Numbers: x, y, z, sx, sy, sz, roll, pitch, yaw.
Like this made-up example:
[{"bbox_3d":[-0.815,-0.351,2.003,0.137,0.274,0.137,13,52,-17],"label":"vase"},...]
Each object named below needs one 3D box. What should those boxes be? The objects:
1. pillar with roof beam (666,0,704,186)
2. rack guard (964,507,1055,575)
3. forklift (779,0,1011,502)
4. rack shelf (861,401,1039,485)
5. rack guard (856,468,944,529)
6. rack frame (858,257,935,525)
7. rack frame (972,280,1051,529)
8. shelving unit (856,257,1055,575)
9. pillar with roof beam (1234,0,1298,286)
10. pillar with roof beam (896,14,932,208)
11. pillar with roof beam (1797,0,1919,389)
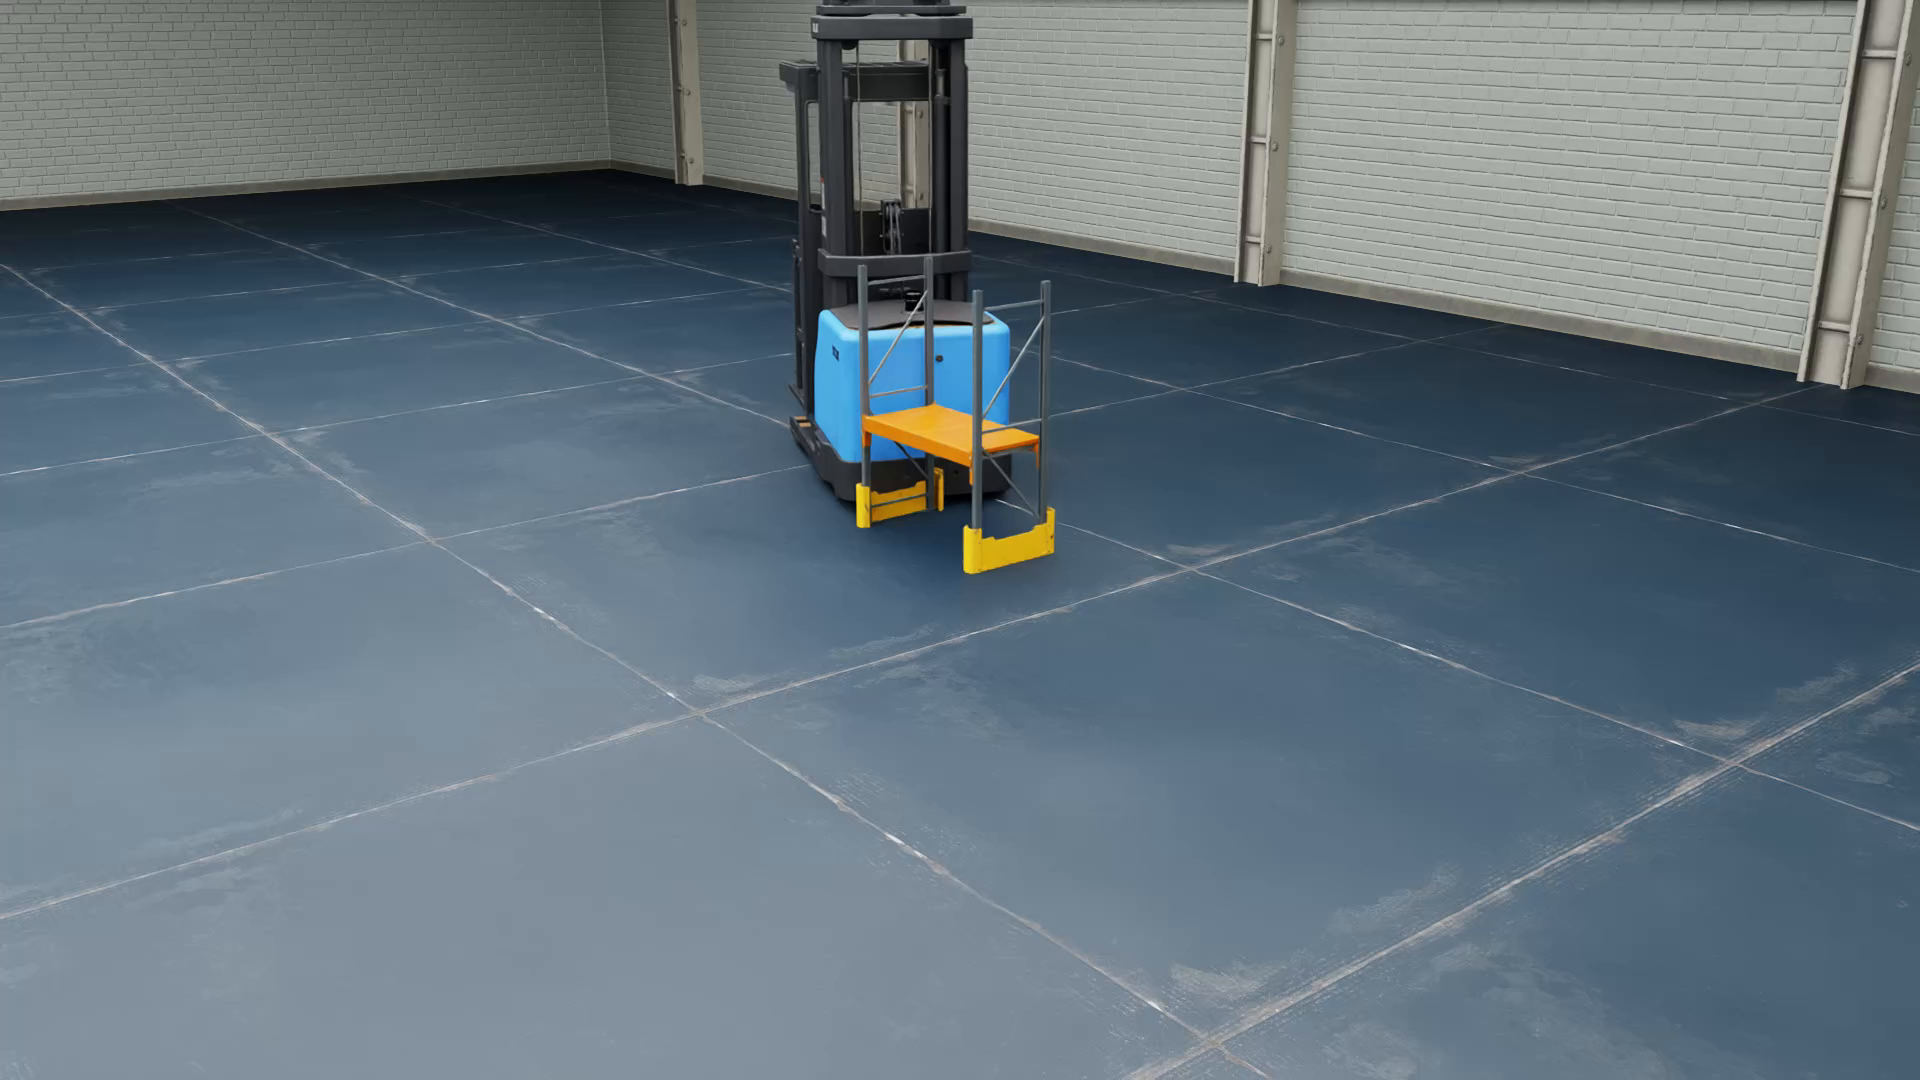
[{"bbox_3d":[-7.680,-9.112,22.566,9.100,9.000,0.400,-14,23,-36],"label":"pillar with roof beam"},{"bbox_3d":[0.269,0.001,8.962,0.587,0.250,0.087,-14,23,-36],"label":"rack guard"},{"bbox_3d":[-0.547,-2.044,10.873,1.130,2.935,3.031,-5,19,-13],"label":"forklift"},{"bbox_3d":[-0.044,-0.547,9.201,0.538,0.185,1.000,-14,23,-36],"label":"rack shelf"},{"bbox_3d":[-0.346,-0.246,9.707,0.587,0.250,0.087,-14,23,-36],"label":"rack guard"},{"bbox_3d":[-0.357,-0.844,9.525,0.500,1.500,0.032,-14,23,-36],"label":"rack frame"},{"bbox_3d":[0.270,-0.592,8.765,0.500,1.500,0.032,-14,23,-36],"label":"rack frame"},{"bbox_3d":[-0.038,-0.716,9.138,0.587,1.500,1.083,-14,23,-36],"label":"shelving unit"},{"bbox_3d":[-0.229,-6.155,13.636,9.100,9.000,0.400,-14,23,-36],"label":"pillar with roof beam"},{"bbox_3d":[-3.955,-7.634,18.101,9.100,9.000,0.400,-14,23,-36],"label":"pillar with roof beam"},{"bbox_3d":[3.496,-4.677,9.171,9.100,9.000,0.400,-14,23,-36],"label":"pillar with roof beam"}]
